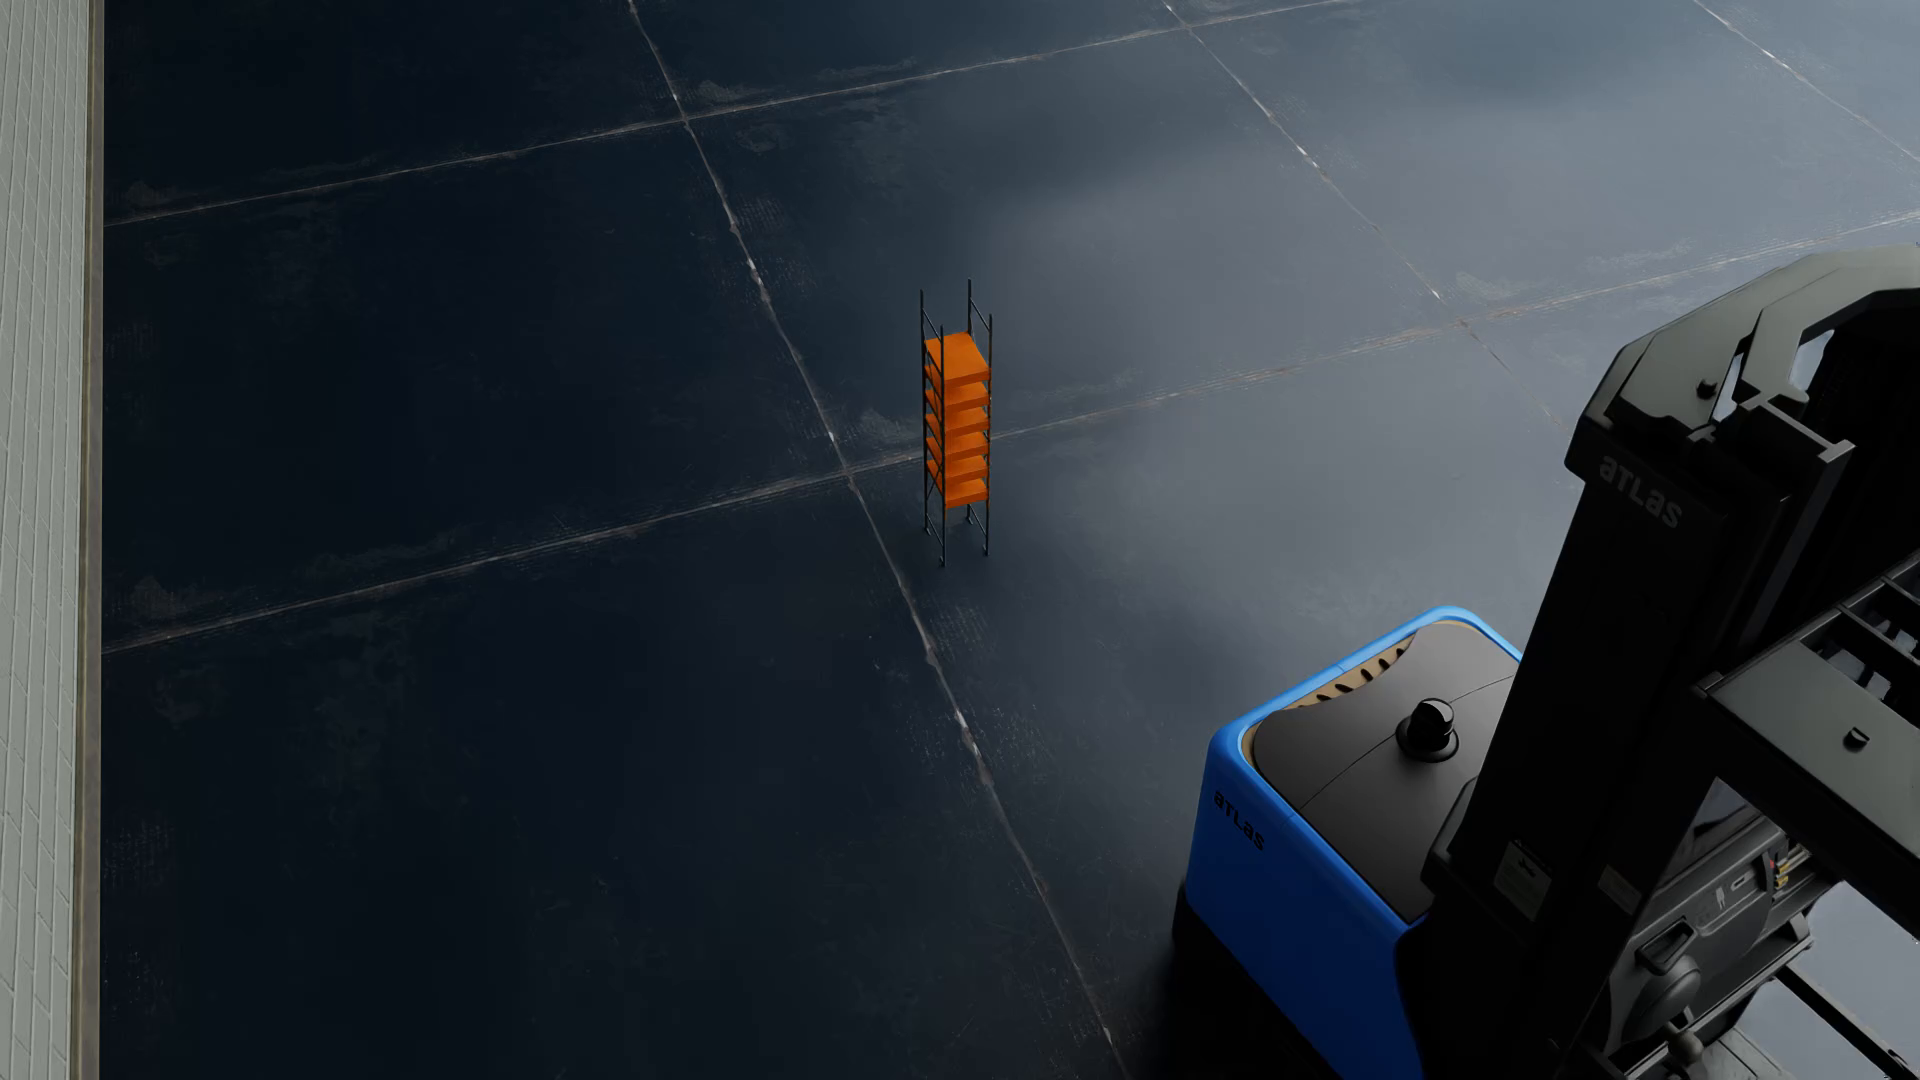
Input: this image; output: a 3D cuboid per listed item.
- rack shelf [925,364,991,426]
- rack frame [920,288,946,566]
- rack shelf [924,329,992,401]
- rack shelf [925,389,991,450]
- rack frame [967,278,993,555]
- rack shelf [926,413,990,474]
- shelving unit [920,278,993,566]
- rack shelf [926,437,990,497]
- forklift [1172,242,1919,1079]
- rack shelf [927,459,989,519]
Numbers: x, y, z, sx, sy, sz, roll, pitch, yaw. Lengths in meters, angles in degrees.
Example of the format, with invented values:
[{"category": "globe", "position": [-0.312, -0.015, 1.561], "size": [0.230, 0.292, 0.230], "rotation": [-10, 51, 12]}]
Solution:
[{"category": "rack shelf", "position": [-0.014, -0.558, 6.183], "size": [0.180, 0.103, 0.258], "rotation": [-14, 47, -14]}, {"category": "rack frame", "position": [-0.100, -0.398, 6.300], "size": [0.006, 1.200, 0.240], "rotation": [-14, 47, -14]}, {"category": "rack shelf", "position": [-0.014, -0.643, 6.098], "size": [0.180, 0.103, 0.258], "rotation": [-14, 47, -14]}, {"category": "rack shelf", "position": [-0.014, -0.473, 6.268], "size": [0.180, 0.103, 0.258], "rotation": [-14, 47, -14]}, {"category": "rack frame", "position": [0.072, -0.442, 6.343], "size": [0.006, 1.200, 0.240], "rotation": [-14, 47, -14]}, {"category": "rack shelf", "position": [-0.014, -0.389, 6.353], "size": [0.180, 0.103, 0.258], "rotation": [-14, 47, -14]}, {"category": "shelving unit", "position": [-0.014, -0.420, 6.322], "size": [0.189, 1.200, 0.258], "rotation": [-14, 47, -14]}, {"category": "rack shelf", "position": [-0.014, -0.304, 6.438], "size": [0.180, 0.103, 0.258], "rotation": [-14, 47, -14]}, {"category": "forklift", "position": [1.921, 0.957, 3.727], "size": [1.130, 2.935, 3.031], "rotation": [-25, 50, -23]}, {"category": "rack shelf", "position": [-0.014, -0.219, 6.523], "size": [0.180, 0.103, 0.258], "rotation": [-14, 47, -14]}]
